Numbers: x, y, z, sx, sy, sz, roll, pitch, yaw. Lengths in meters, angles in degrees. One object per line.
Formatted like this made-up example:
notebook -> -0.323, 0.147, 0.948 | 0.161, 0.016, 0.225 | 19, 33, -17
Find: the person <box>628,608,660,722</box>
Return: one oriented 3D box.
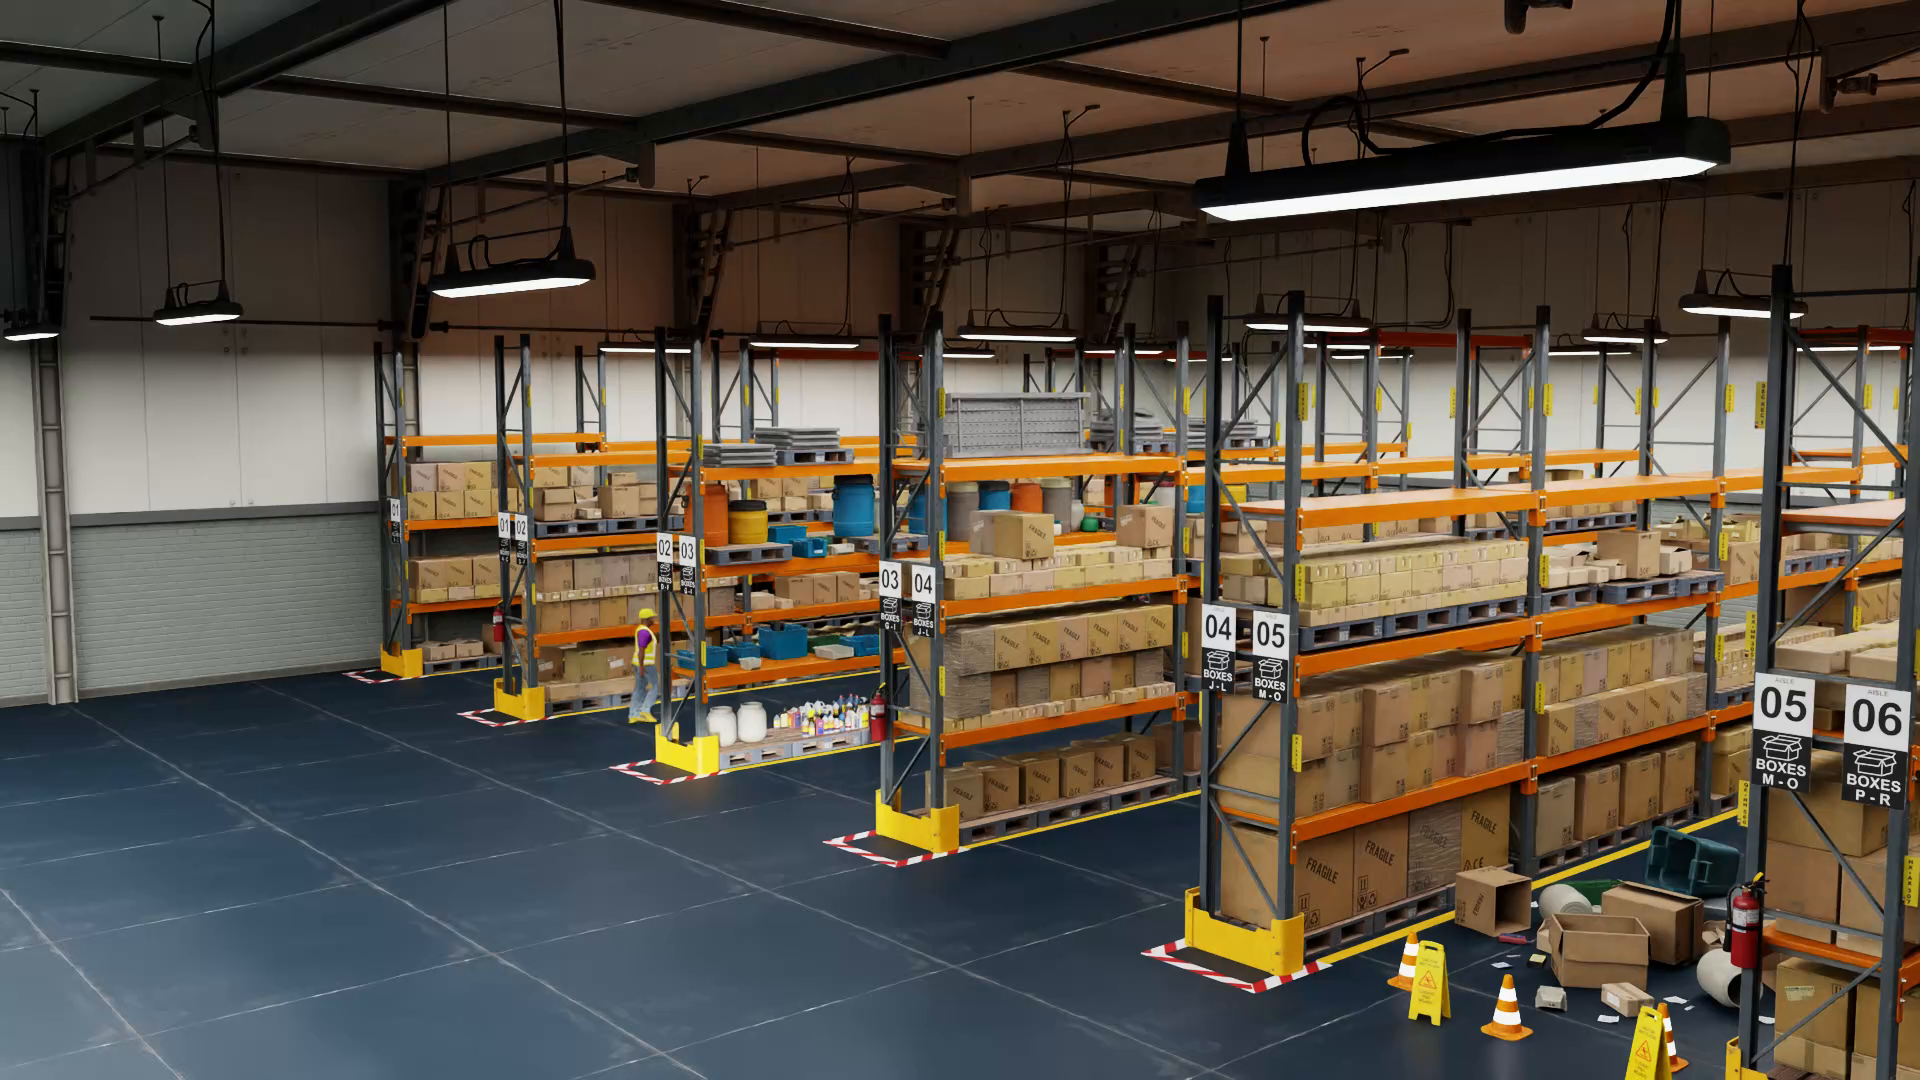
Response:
person -> -4.896, 1.930, 25.750 | 0.528, 1.745, 0.591 | -3, 6, -28
